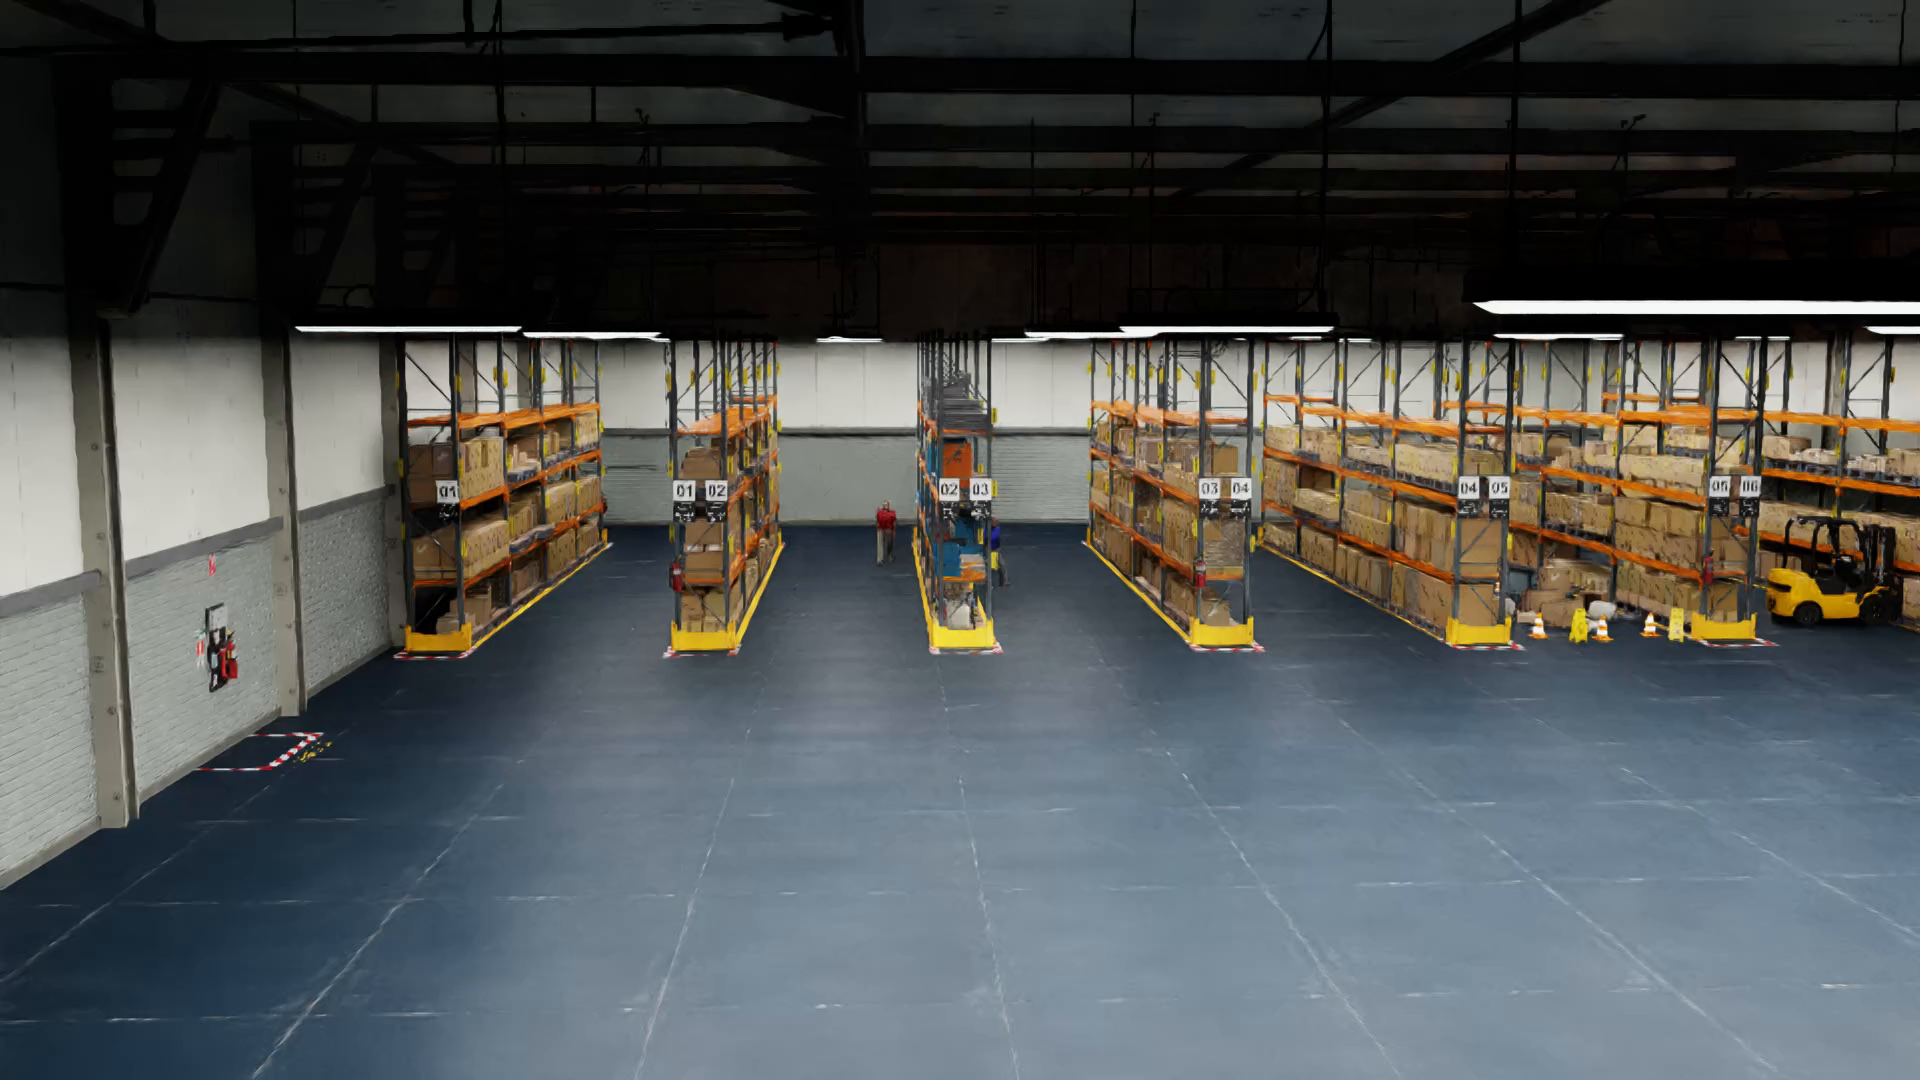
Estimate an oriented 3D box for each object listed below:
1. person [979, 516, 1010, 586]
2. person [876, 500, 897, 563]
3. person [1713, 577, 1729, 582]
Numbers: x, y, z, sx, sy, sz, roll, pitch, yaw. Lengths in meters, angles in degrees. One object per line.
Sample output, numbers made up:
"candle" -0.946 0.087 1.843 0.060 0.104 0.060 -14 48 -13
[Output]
"person" 0.718 0.240 37.479 0.626 1.575 0.811 -3 7 -20
"person" -1.934 -0.243 43.521 0.546 1.641 1.118 0 7 0
"person" 16.340 0.682 35.793 0.429 1.653 0.530 -5 8 -35
